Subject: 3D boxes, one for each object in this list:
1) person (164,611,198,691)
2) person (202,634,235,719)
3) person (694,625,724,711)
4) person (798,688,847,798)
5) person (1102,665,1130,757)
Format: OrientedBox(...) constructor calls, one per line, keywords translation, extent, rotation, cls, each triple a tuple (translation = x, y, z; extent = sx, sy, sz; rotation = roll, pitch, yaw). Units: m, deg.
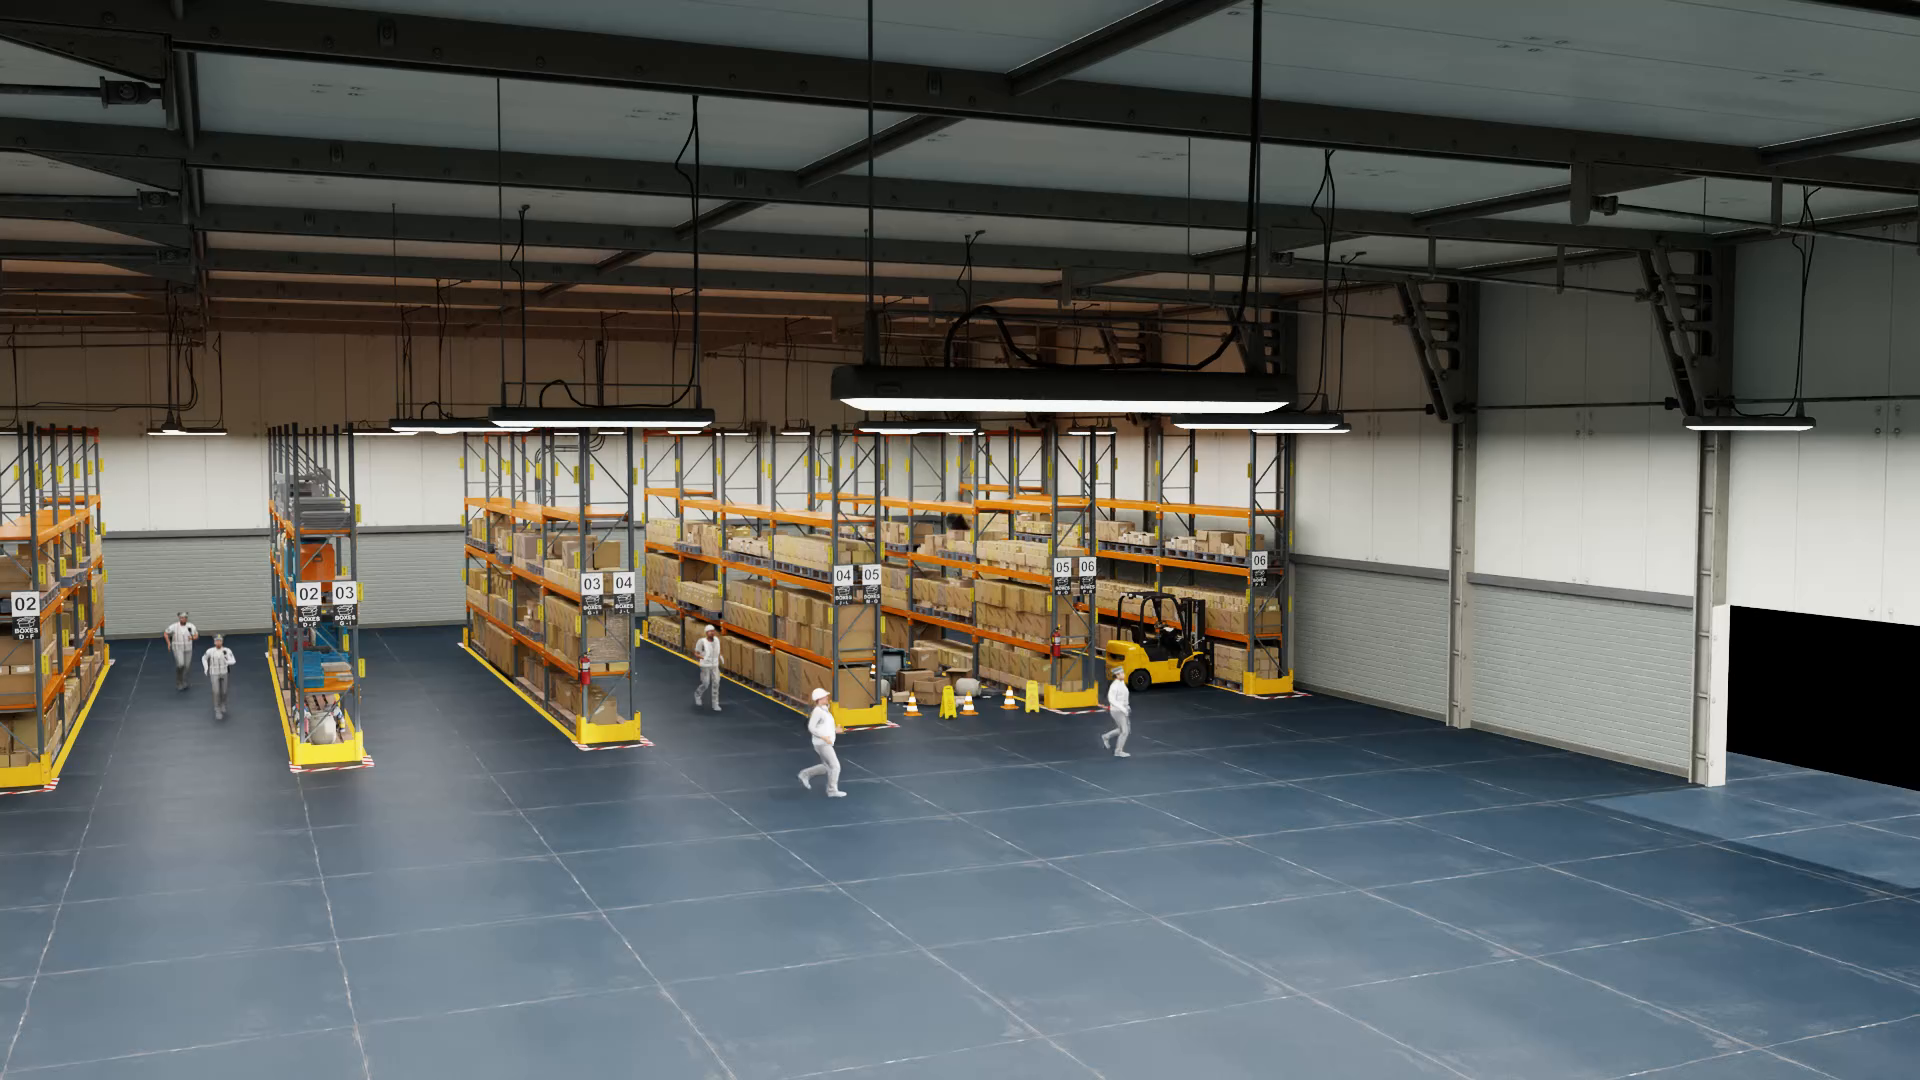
OrientedBox(translation=(-17.707, 2.530, 37.905), extent=(0.643, 1.834, 0.708), rotation=(-3, 5, -41), cls="person")
OrientedBox(translation=(-15.203, 2.767, 34.137), extent=(0.607, 1.689, 0.935), rotation=(-2, 4, -30), cls="person")
OrientedBox(translation=(-5.308, 2.682, 35.180), extent=(0.707, 1.794, 0.863), rotation=(-3, 4, -38), cls="person")
OrientedBox(translation=(-2.207, 3.233, 26.520), extent=(0.803, 1.739, 0.664), rotation=(0, 3, 4), cls="person")
OrientedBox(translation=(2.806, 3.065, 29.912), extent=(0.585, 1.643, 0.667), rotation=(2, 4, 24), cls="person")
